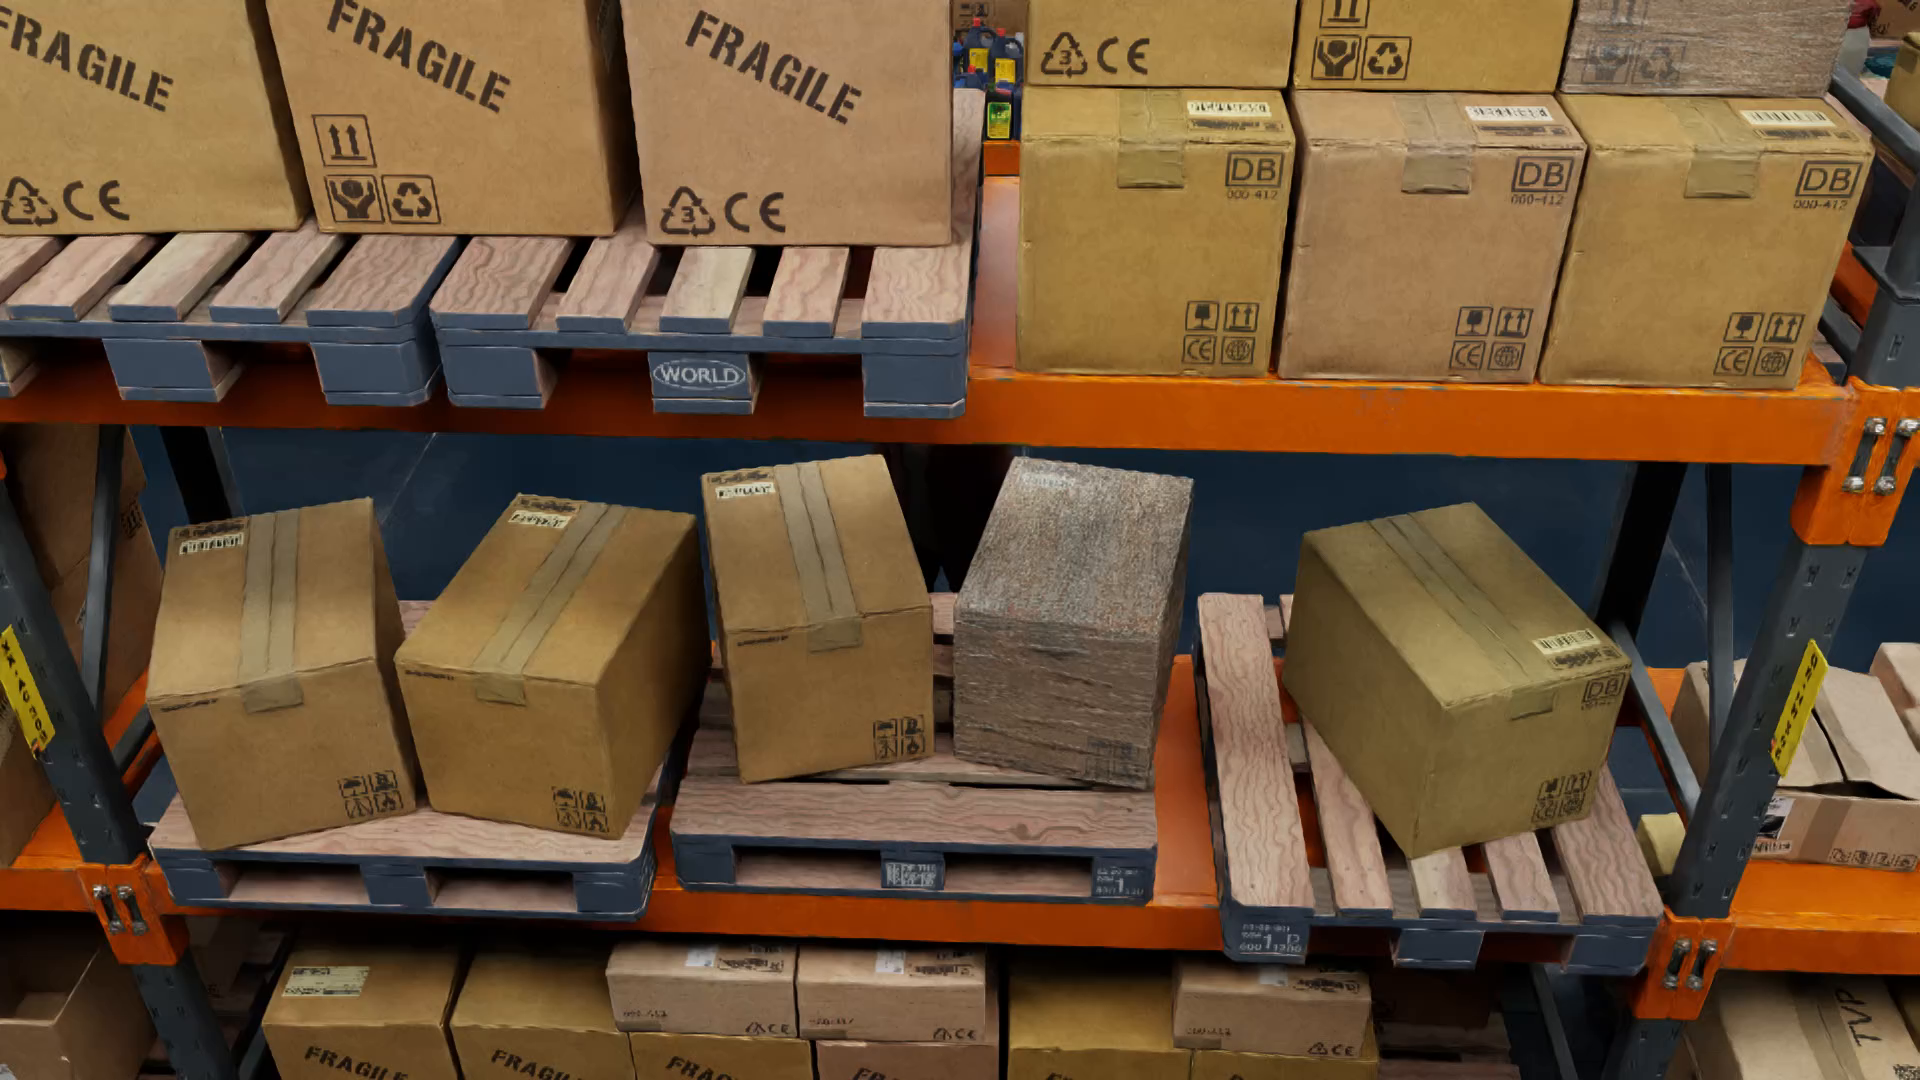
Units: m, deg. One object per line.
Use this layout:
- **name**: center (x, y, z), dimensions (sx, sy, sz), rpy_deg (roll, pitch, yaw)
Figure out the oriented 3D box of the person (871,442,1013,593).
- **person**: center (-0.097, -0.022, 6.171), dimensions (0.677, 1.780, 0.645), rpy_deg (20, 40, 26)
